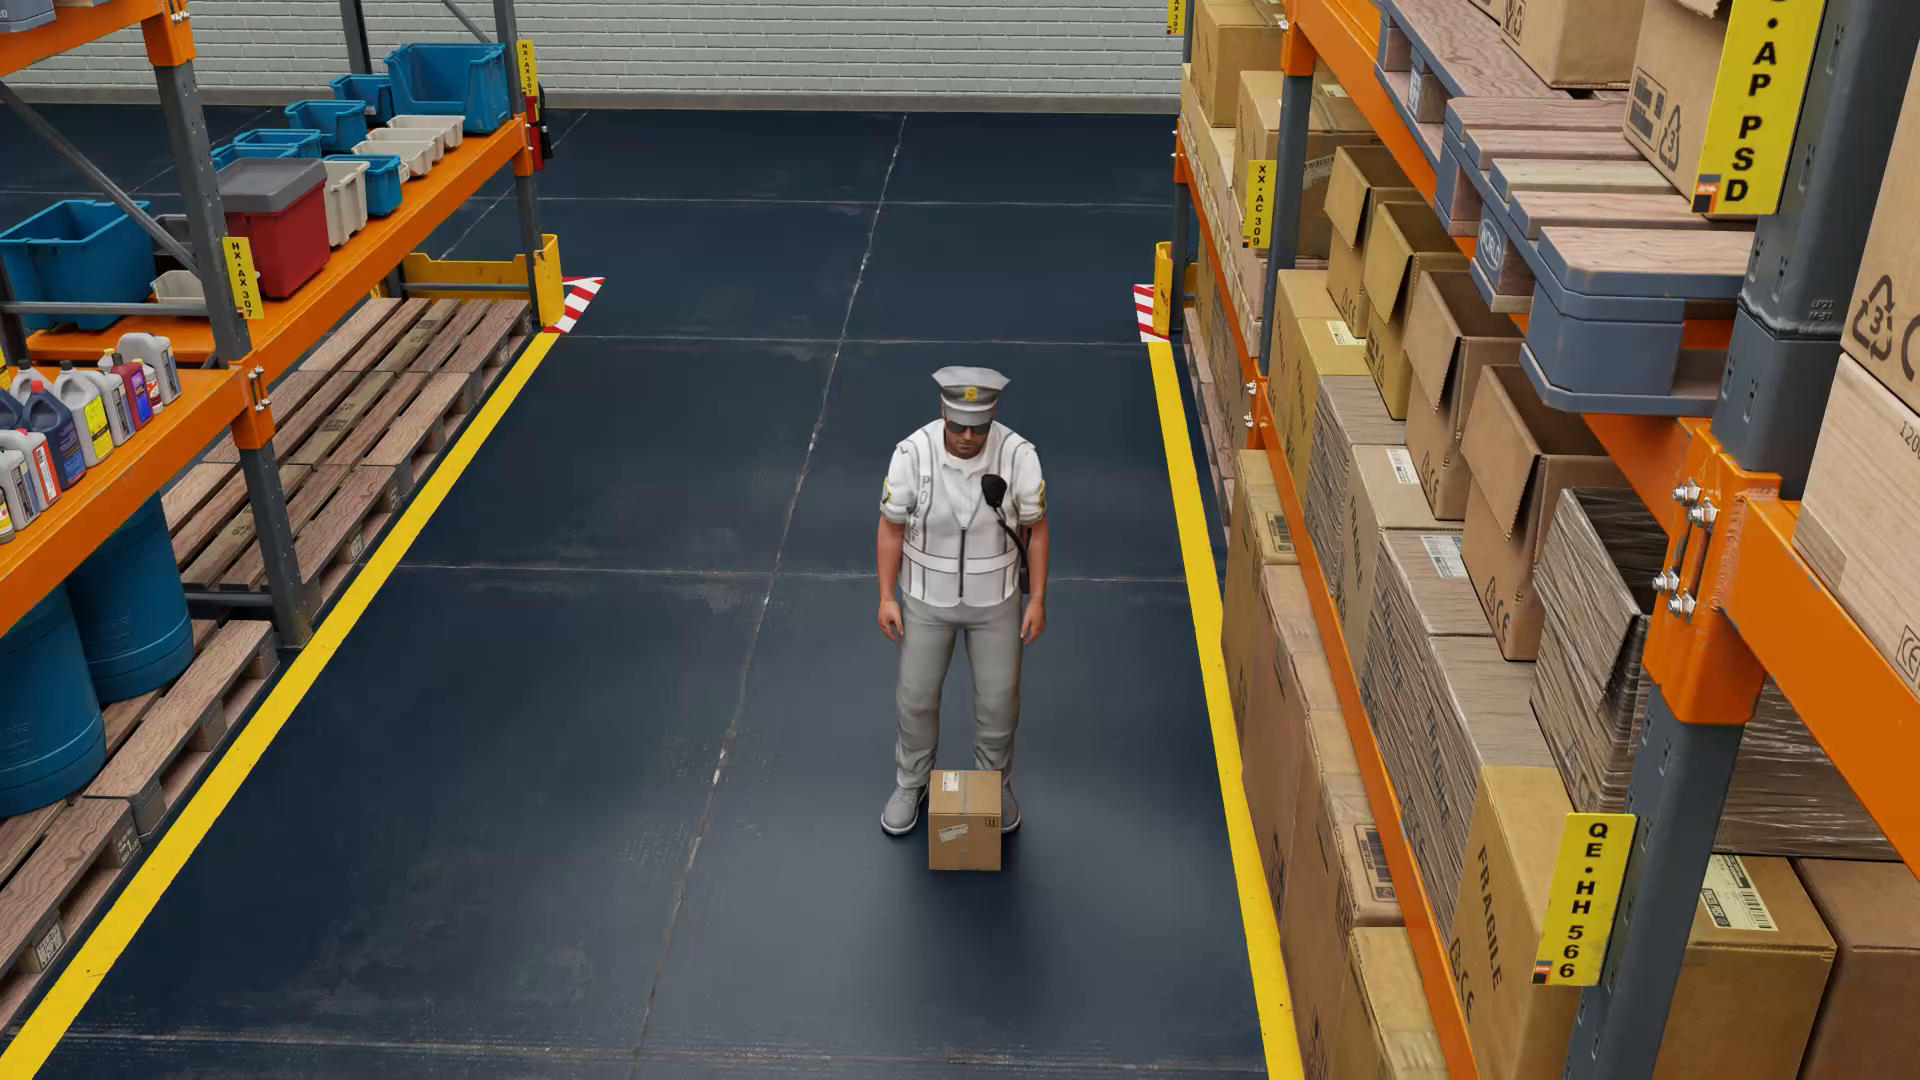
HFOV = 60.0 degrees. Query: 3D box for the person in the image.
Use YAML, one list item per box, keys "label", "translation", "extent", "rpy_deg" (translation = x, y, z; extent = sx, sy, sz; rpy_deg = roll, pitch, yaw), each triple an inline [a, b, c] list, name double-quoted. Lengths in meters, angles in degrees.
- label: "person"
  translation: [0.009, 0.196, 5.743]
  extent: [0.588, 1.745, 0.435]
  rpy_deg: [0, 28, 1]
